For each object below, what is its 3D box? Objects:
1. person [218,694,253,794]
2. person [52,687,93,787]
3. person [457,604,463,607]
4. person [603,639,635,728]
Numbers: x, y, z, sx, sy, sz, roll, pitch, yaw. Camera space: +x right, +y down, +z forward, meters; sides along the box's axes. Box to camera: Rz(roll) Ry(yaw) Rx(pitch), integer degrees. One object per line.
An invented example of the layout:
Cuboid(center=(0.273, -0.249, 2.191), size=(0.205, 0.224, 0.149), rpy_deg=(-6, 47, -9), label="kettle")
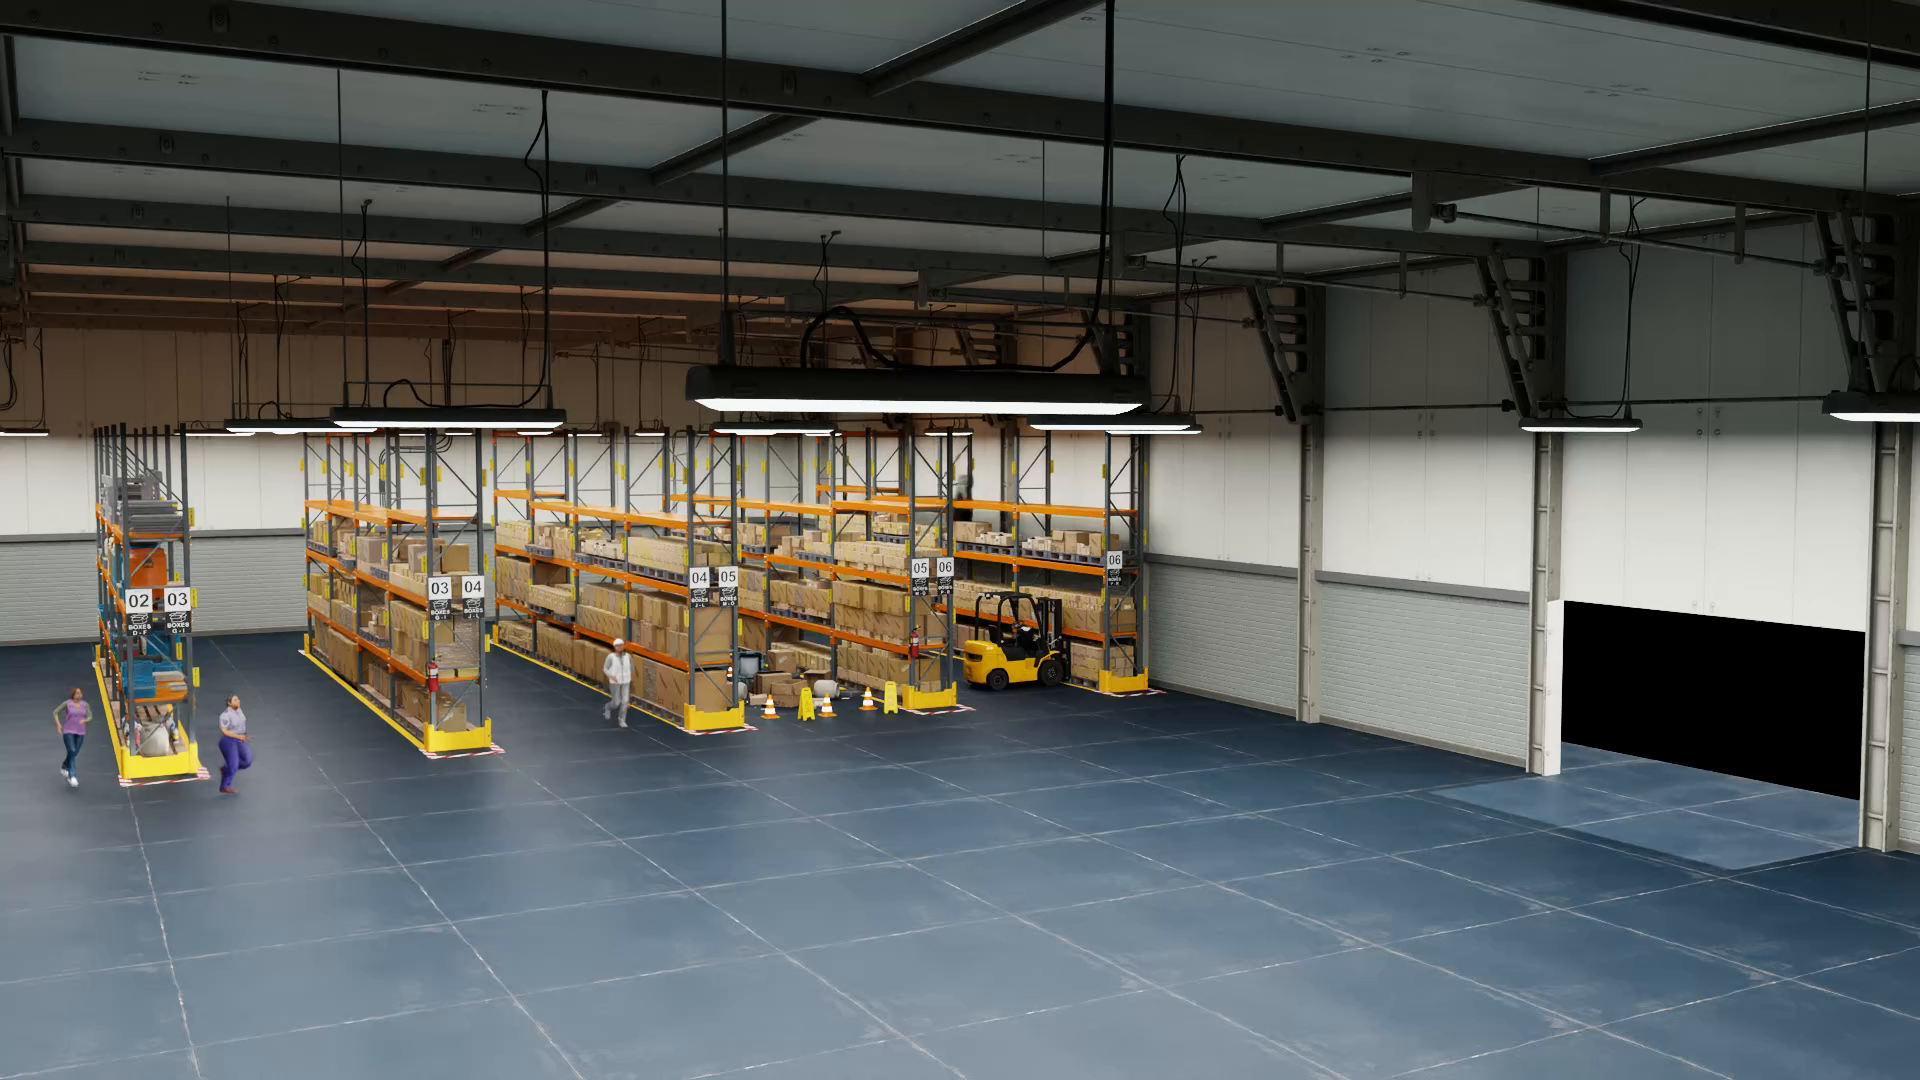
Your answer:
Cuboid(center=(-11.752, 3.299, 26.977), size=(0.617, 1.597, 0.637), rpy_deg=(1, 4, 10), label="person")
Cuboid(center=(-14.773, 3.254, 27.752), size=(0.765, 1.620, 0.544), rpy_deg=(3, 5, 41), label="person")
Cuboid(center=(-14.232, 2.097, 46.814), size=(0.818, 1.754, 0.708), rpy_deg=(1, 4, 12), label="person")
Cuboid(center=(-6.821, 2.847, 33.300), size=(0.668, 1.766, 0.758), rpy_deg=(-2, 4, -30), label="person")
